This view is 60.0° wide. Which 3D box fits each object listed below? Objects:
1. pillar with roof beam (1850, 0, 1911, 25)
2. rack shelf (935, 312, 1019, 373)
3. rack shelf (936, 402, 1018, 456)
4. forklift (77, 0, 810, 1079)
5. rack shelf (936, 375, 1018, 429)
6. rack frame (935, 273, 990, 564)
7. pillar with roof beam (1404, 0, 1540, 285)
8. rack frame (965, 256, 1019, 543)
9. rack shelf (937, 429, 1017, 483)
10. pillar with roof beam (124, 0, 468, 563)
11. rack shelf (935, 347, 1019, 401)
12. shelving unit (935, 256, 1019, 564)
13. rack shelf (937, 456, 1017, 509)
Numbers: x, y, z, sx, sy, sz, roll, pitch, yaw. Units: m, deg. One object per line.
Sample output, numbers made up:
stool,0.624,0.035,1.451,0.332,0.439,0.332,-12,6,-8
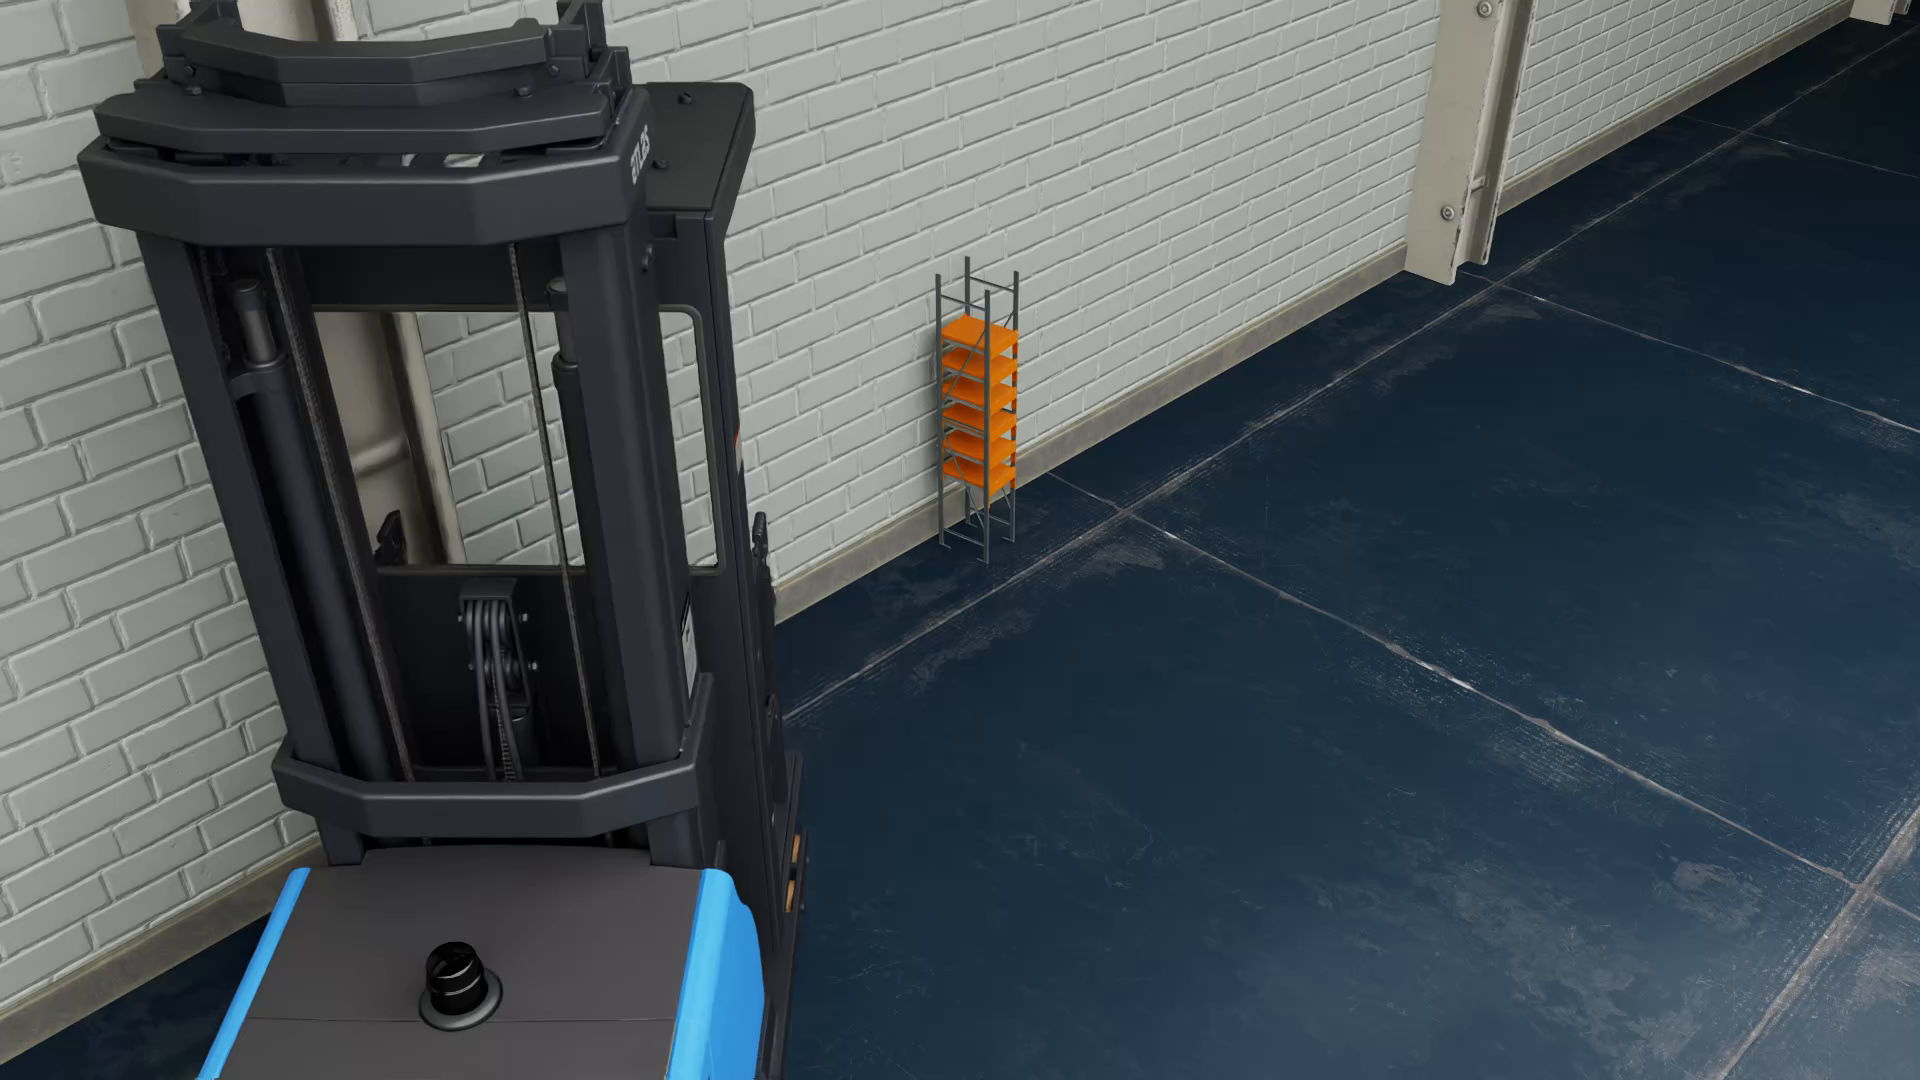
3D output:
pillar with roof beam,9.855,-5.857,7.281,9.100,9.000,0.400,30,45,35
rack shelf,0.064,-0.738,6.206,0.258,0.103,0.180,22,41,29
rack shelf,0.065,-0.442,6.412,0.258,0.103,0.180,22,41,29
forklift,-1.032,0.018,4.162,1.130,2.935,3.031,0,35,0
rack shelf,0.065,-0.541,6.344,0.258,0.103,0.180,22,41,29
rack frame,0.012,-0.436,6.326,0.240,1.200,0.006,22,41,29
pillar with roof beam,5.627,-3.421,3.788,9.100,9.000,0.400,30,45,35
rack frame,0.119,-0.522,6.448,0.240,1.200,0.006,22,41,29
rack shelf,0.066,-0.344,6.481,0.258,0.103,0.180,22,41,29
pillar with roof beam,1.400,-0.985,0.296,9.100,9.000,0.400,30,45,35
rack shelf,0.065,-0.639,6.275,0.258,0.103,0.180,22,41,29
shelving unit,0.065,-0.479,6.387,0.258,1.200,0.189,22,41,29
rack shelf,0.066,-0.246,6.550,0.258,0.103,0.180,22,41,29
